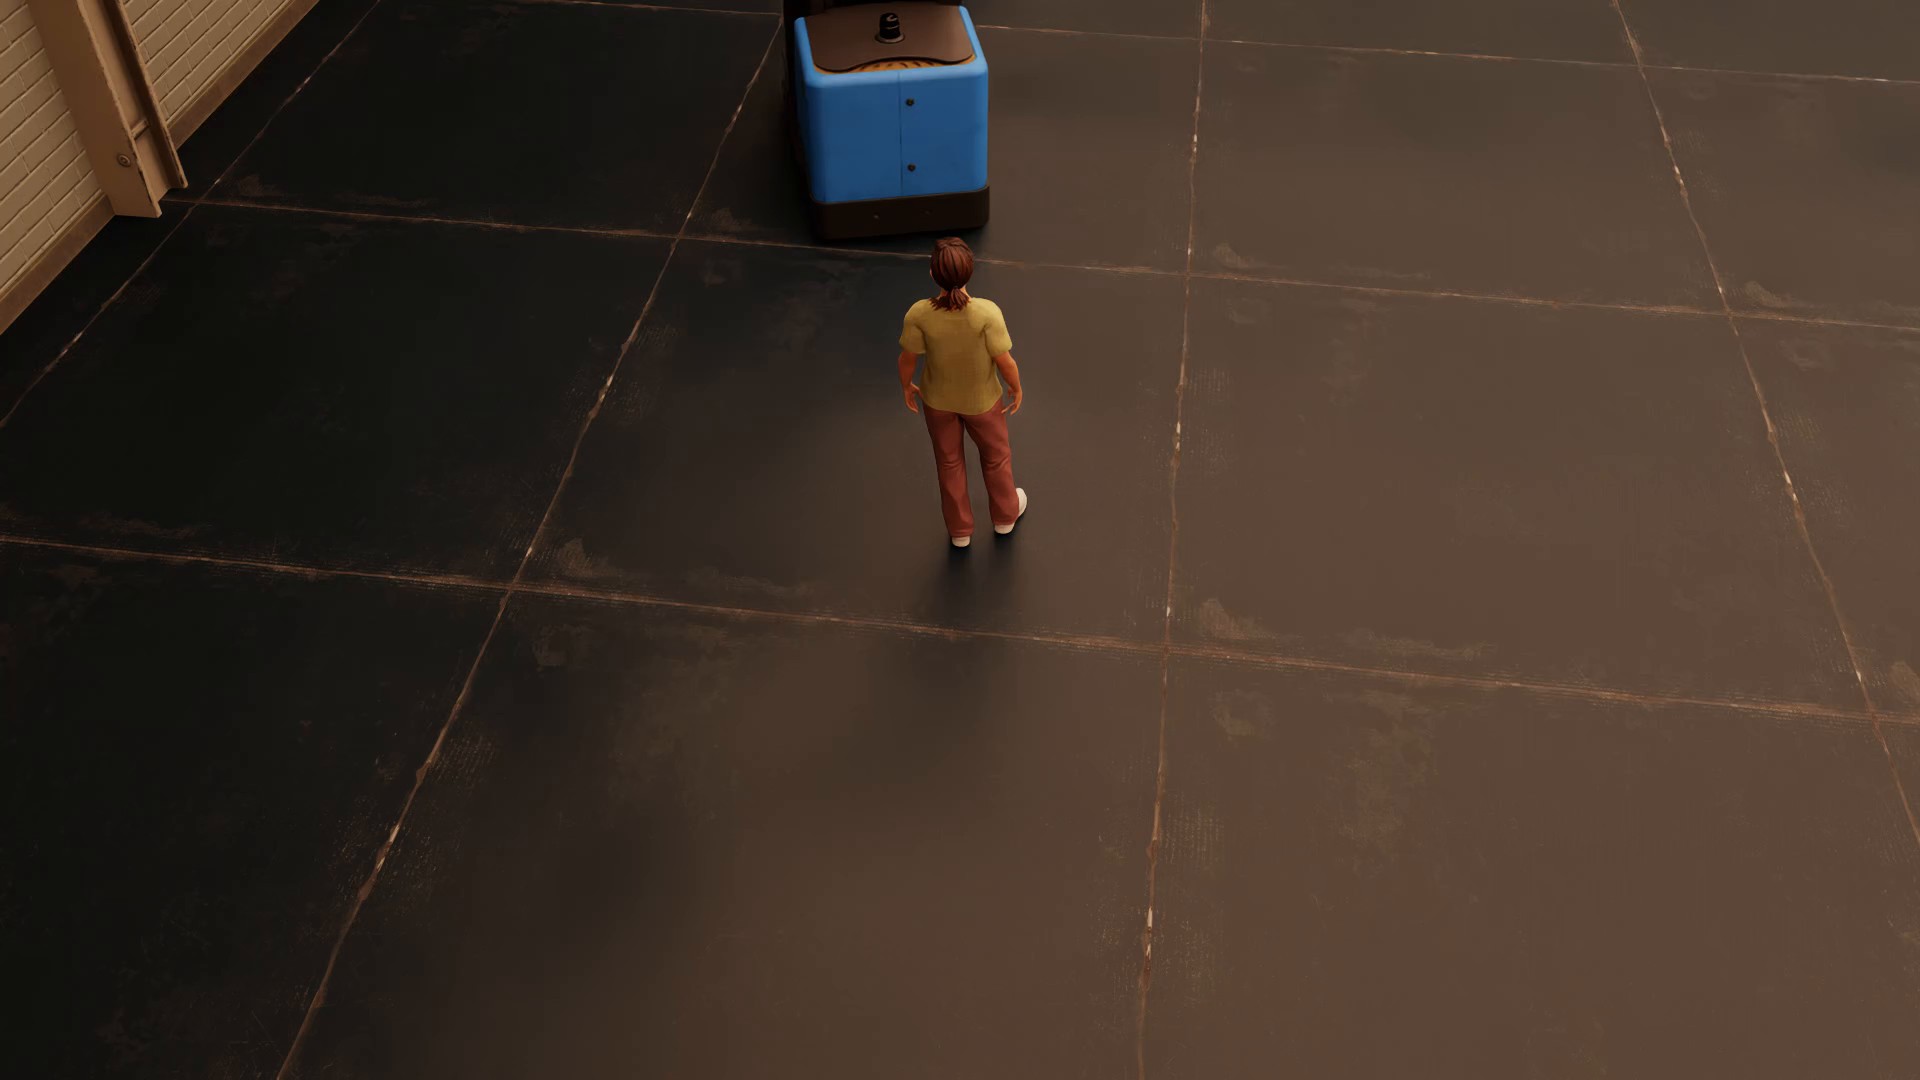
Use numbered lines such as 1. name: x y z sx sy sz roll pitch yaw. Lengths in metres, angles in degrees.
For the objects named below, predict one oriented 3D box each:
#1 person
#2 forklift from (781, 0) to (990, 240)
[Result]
1. person: 0.021 -0.671 7.372 0.553 1.675 0.549 5 43 6
2. forklift: -0.569 -3.832 9.896 1.130 2.935 3.031 -6 43 -7
